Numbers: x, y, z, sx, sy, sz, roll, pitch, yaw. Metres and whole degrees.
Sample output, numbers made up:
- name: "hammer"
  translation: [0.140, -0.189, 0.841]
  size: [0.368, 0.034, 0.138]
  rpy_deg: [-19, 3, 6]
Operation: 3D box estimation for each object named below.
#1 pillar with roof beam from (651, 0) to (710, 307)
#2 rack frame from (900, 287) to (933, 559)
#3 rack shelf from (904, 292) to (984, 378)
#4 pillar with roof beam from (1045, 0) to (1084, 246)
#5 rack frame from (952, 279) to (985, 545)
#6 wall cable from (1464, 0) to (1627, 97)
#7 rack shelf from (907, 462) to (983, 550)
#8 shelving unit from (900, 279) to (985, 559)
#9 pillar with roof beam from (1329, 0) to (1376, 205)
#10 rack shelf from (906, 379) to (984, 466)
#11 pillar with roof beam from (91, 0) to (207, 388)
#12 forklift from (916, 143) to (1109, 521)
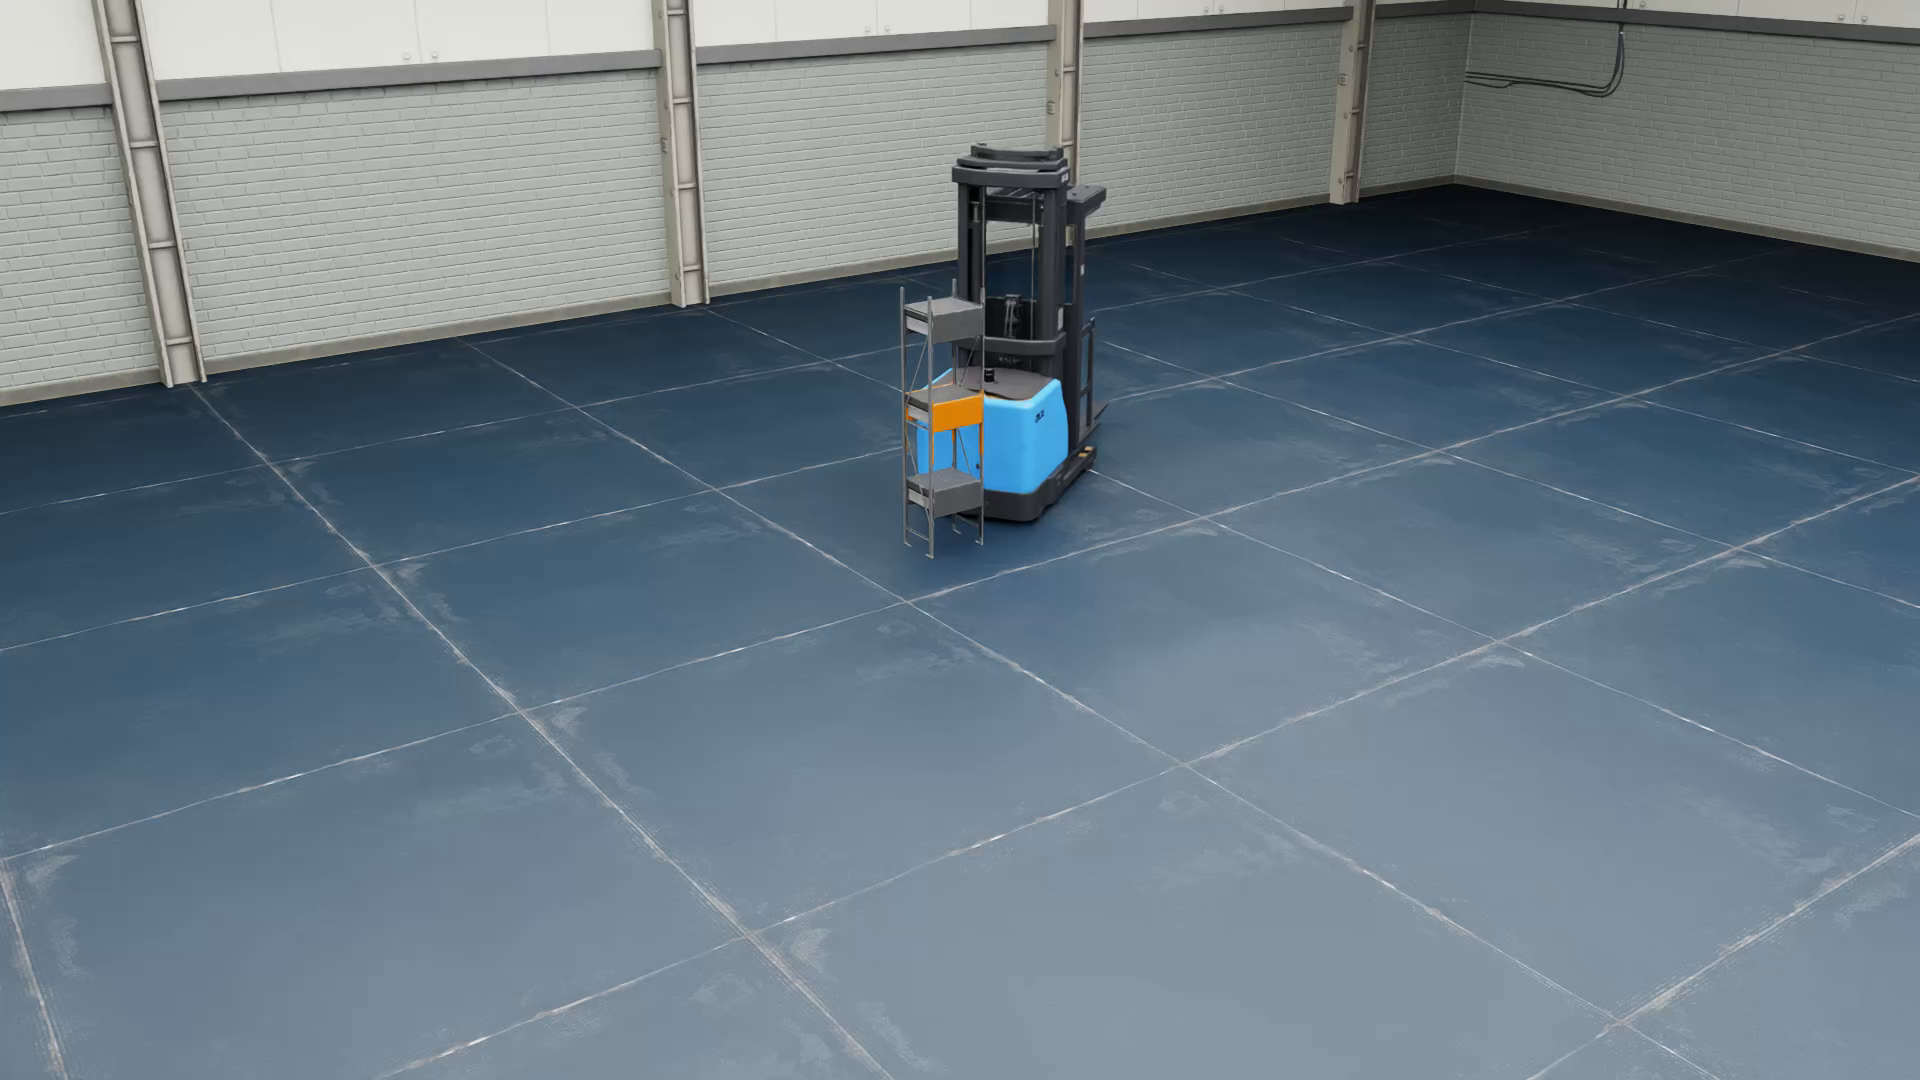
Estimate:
- name: "pillar with roof beam"
  translation: [-0.889, -5.877, 16.076]
  size: [0.400, 9.000, 9.100]
  rpy_deg: [-15, 26, -33]
- name: "rack frame"
  translation: [-0.332, -0.887, 12.880]
  size: [0.015, 2.100, 0.400]
  rpy_deg: [-15, 26, -33]
- name: "rack shelf"
  translation: [-0.134, -1.577, 12.758]
  size: [0.480, 0.518, 0.431]
  rpy_deg: [-15, 26, -33]
- name: "pillar with roof beam"
  translation: [3.981, -7.175, 19.331]
  size: [0.400, 9.000, 9.100]
  rpy_deg: [-15, 26, -33]
- name: "rack frame"
  translation: [0.064, -0.992, 13.144]
  size: [0.015, 2.100, 0.400]
  rpy_deg: [-15, 26, -33]
- name: "wall cable"
  translation: [9.501, -8.567, 27.007]
  size: [0.112, 2.526, 3.097]
  rpy_deg: [-15, 26, -33]
- name: "rack shelf"
  translation: [-0.134, -0.277, 13.276]
  size: [0.480, 0.518, 0.431]
  rpy_deg: [-15, 26, -33]
- name: "shelving unit"
  translation: [-0.134, -0.939, 13.012]
  size: [0.503, 2.100, 0.431]
  rpy_deg: [-15, 26, -33]
- name: "pillar with roof beam"
  translation: [8.852, -8.474, 22.585]
  size: [0.400, 9.000, 9.100]
  rpy_deg: [-15, 26, -33]
- name: "rack shelf"
  translation: [-0.134, -0.927, 13.017]
  size: [0.480, 0.518, 0.431]
  rpy_deg: [-15, 26, -33]
- name: "pillar with roof beam"
  translation: [-5.760, -4.578, 12.821]
  size: [0.400, 9.000, 9.100]
  rpy_deg: [-15, 26, -33]
- name: "forklift"
  translation: [0.615, -2.030, 14.623]
  size: [1.130, 2.935, 3.031]
  rpy_deg: [8, 23, 19]
